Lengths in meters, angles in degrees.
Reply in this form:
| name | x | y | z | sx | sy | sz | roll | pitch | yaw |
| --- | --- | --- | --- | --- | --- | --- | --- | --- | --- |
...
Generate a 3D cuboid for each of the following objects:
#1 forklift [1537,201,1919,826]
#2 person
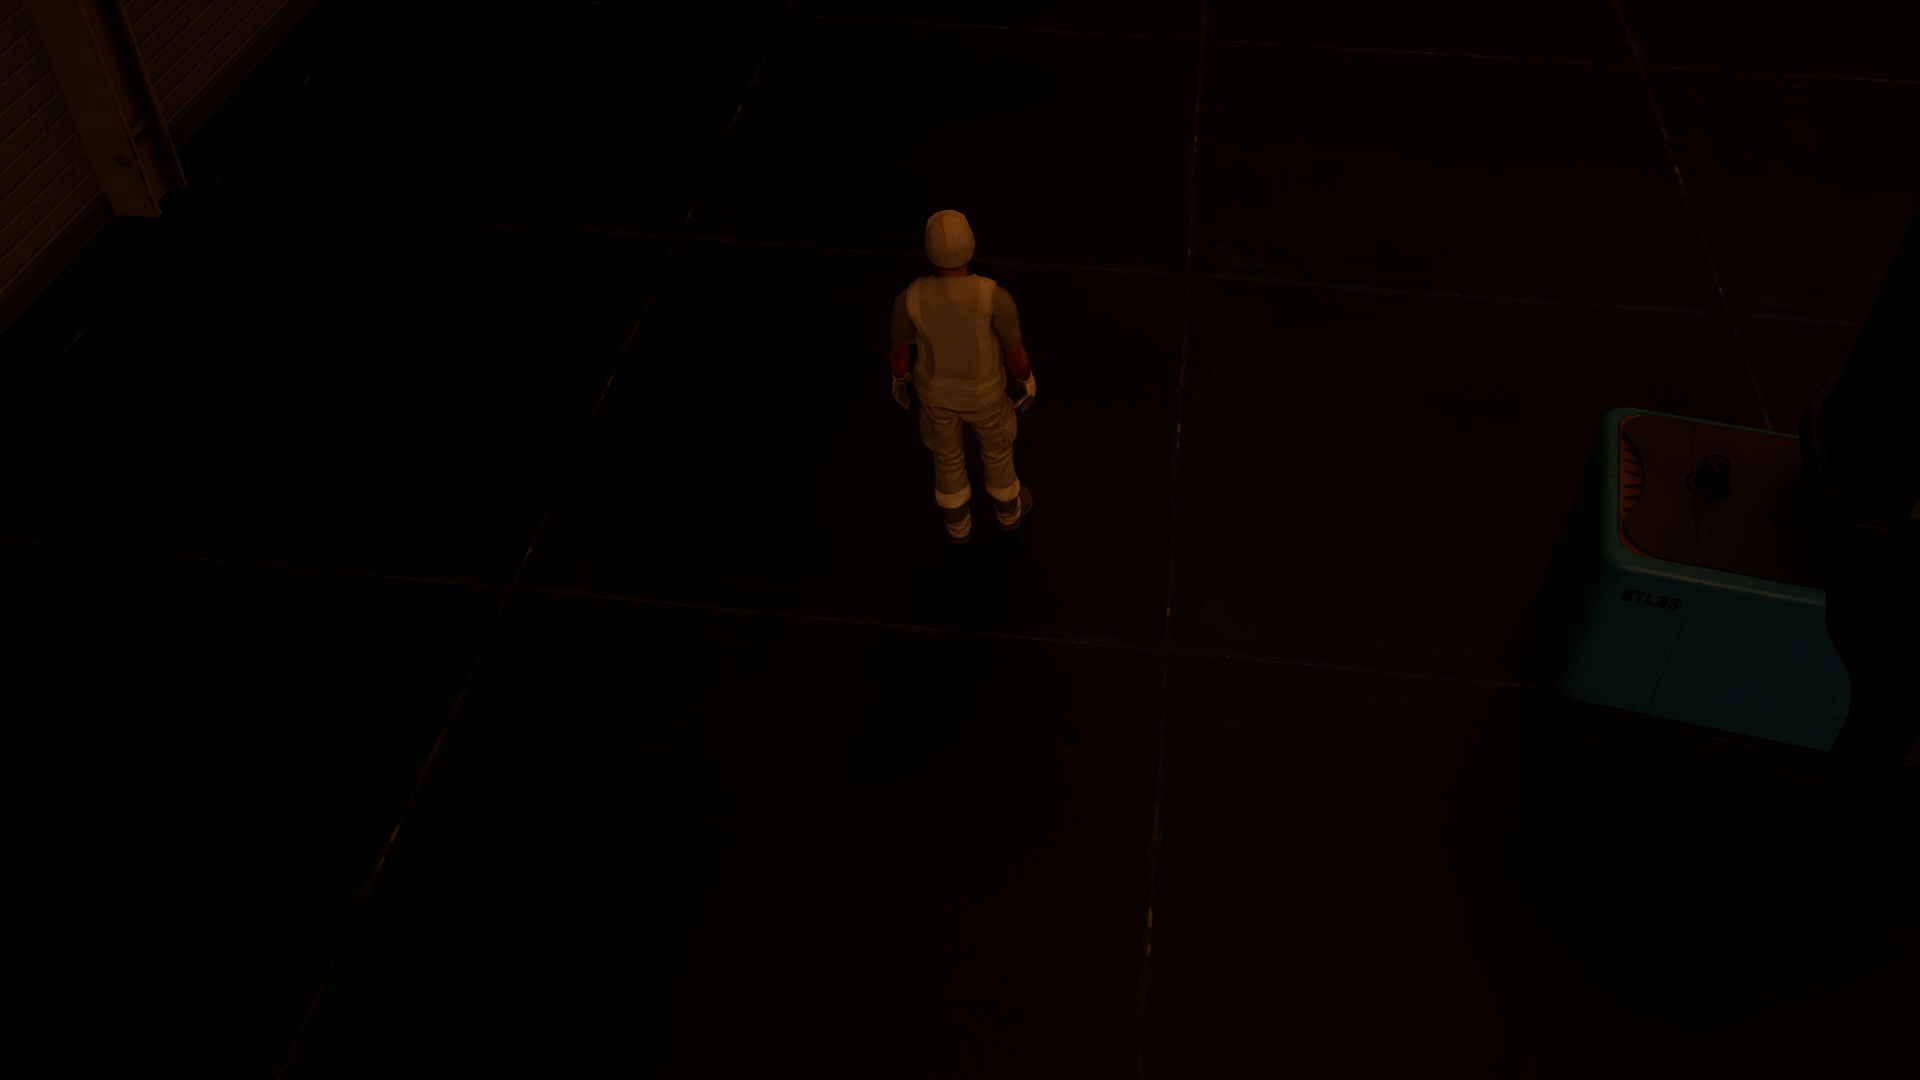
| name | x | y | z | sx | sy | sz | roll | pitch | yaw |
| --- | --- | --- | --- | --- | --- | --- | --- | --- | --- |
| forklift | 3.990 | -0.263 | 6.011 | 3.031 | 2.935 | 1.130 | 11 | 44 | 12 |
| person | 0.023 | -0.717 | 7.338 | 0.637 | 1.787 | 0.564 | 5 | 43 | 6 |
